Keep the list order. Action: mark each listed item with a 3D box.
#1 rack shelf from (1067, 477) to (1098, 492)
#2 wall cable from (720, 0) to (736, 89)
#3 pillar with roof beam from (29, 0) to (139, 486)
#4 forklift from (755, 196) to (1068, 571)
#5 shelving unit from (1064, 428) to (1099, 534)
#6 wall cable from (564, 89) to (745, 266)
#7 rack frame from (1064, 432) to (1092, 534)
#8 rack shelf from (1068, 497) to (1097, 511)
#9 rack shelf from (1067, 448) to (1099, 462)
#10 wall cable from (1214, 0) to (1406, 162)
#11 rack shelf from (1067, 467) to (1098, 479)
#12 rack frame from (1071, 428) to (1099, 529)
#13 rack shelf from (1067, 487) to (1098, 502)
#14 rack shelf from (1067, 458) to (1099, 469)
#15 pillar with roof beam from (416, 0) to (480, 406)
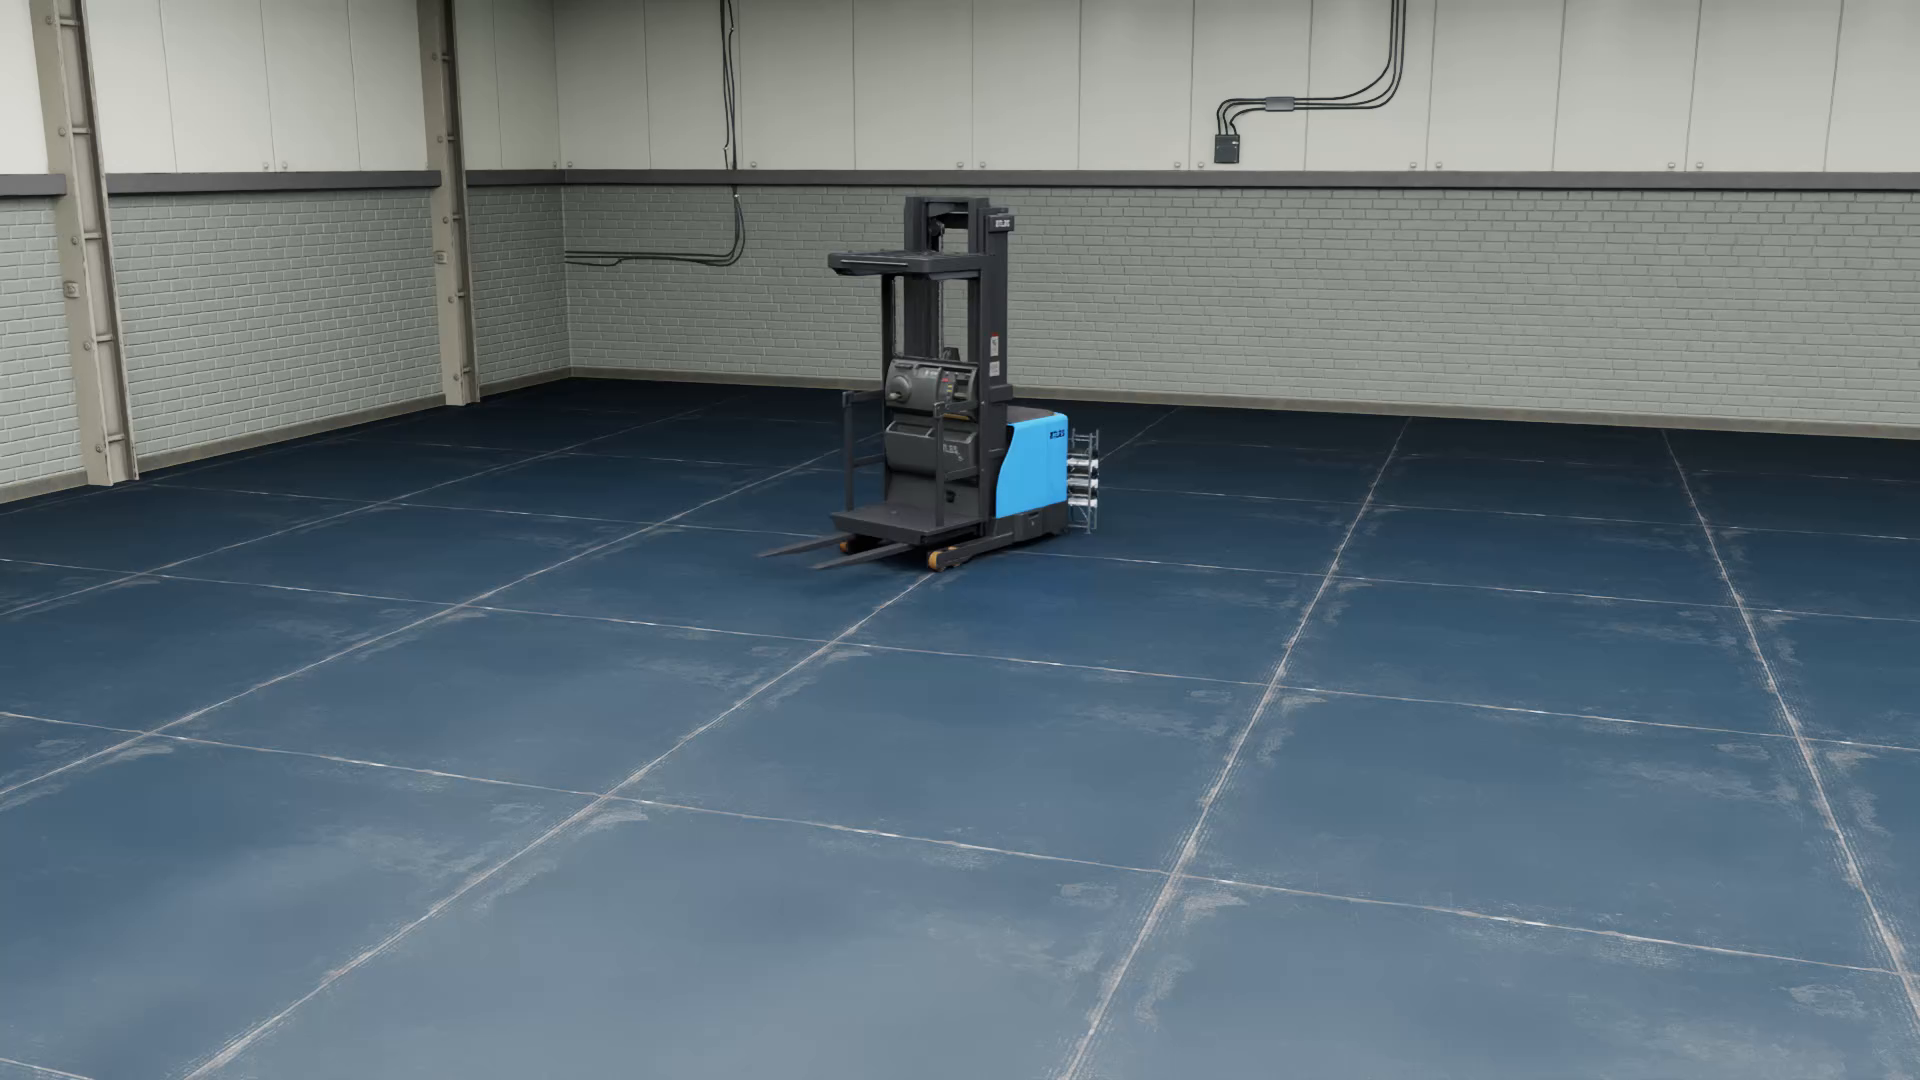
[{"bbox_3d":[1.075,-0.493,14.771,0.258,0.077,0.200,5,14,21],"label":"rack shelf"},{"bbox_3d":[-2.018,-7.531,22.889,3.097,2.526,0.112,4,14,18],"label":"wall cable"},{"bbox_3d":[-4.650,-4.679,14.765,9.100,9.000,0.400,4,14,18],"label":"pillar with roof beam"},{"bbox_3d":[-0.375,-1.301,13.602,1.130,2.935,3.031,10,17,39],"label":"forklift"},{"bbox_3d":[1.075,-0.525,14.763,0.258,0.900,0.210,5,14,21],"label":"shelving unit"},{"bbox_3d":[-4.578,-5.263,24.304,3.097,2.526,0.112,4,14,18],"label":"wall cable"},{"bbox_3d":[1.038,-0.504,14.671,0.240,0.900,0.006,5,14,21],"label":"rack frame"},{"bbox_3d":[1.074,-0.318,14.811,0.258,0.077,0.200,5,14,21],"label":"rack shelf"},{"bbox_3d":[1.076,-0.756,14.710,0.258,0.077,0.200,5,14,21],"label":"rack shelf"},{"bbox_3d":[4.400,-7.748,20.571,2.305,6.003,0.169,4,14,18],"label":"wall cable"},{"bbox_3d":[1.076,-0.581,14.750,0.258,0.077,0.200,5,14,21],"label":"rack shelf"},{"bbox_3d":[1.113,-0.547,14.855,0.240,0.900,0.006,5,14,21],"label":"rack frame"},{"bbox_3d":[1.075,-0.405,14.791,0.258,0.077,0.200,5,14,21],"label":"rack shelf"},{"bbox_3d":[1.076,-0.668,14.730,0.258,0.077,0.200,5,14,21],"label":"rack shelf"},{"bbox_3d":[-2.709,-5.942,20.300,9.100,9.000,0.400,4,14,18],"label":"pillar with roof beam"}]
